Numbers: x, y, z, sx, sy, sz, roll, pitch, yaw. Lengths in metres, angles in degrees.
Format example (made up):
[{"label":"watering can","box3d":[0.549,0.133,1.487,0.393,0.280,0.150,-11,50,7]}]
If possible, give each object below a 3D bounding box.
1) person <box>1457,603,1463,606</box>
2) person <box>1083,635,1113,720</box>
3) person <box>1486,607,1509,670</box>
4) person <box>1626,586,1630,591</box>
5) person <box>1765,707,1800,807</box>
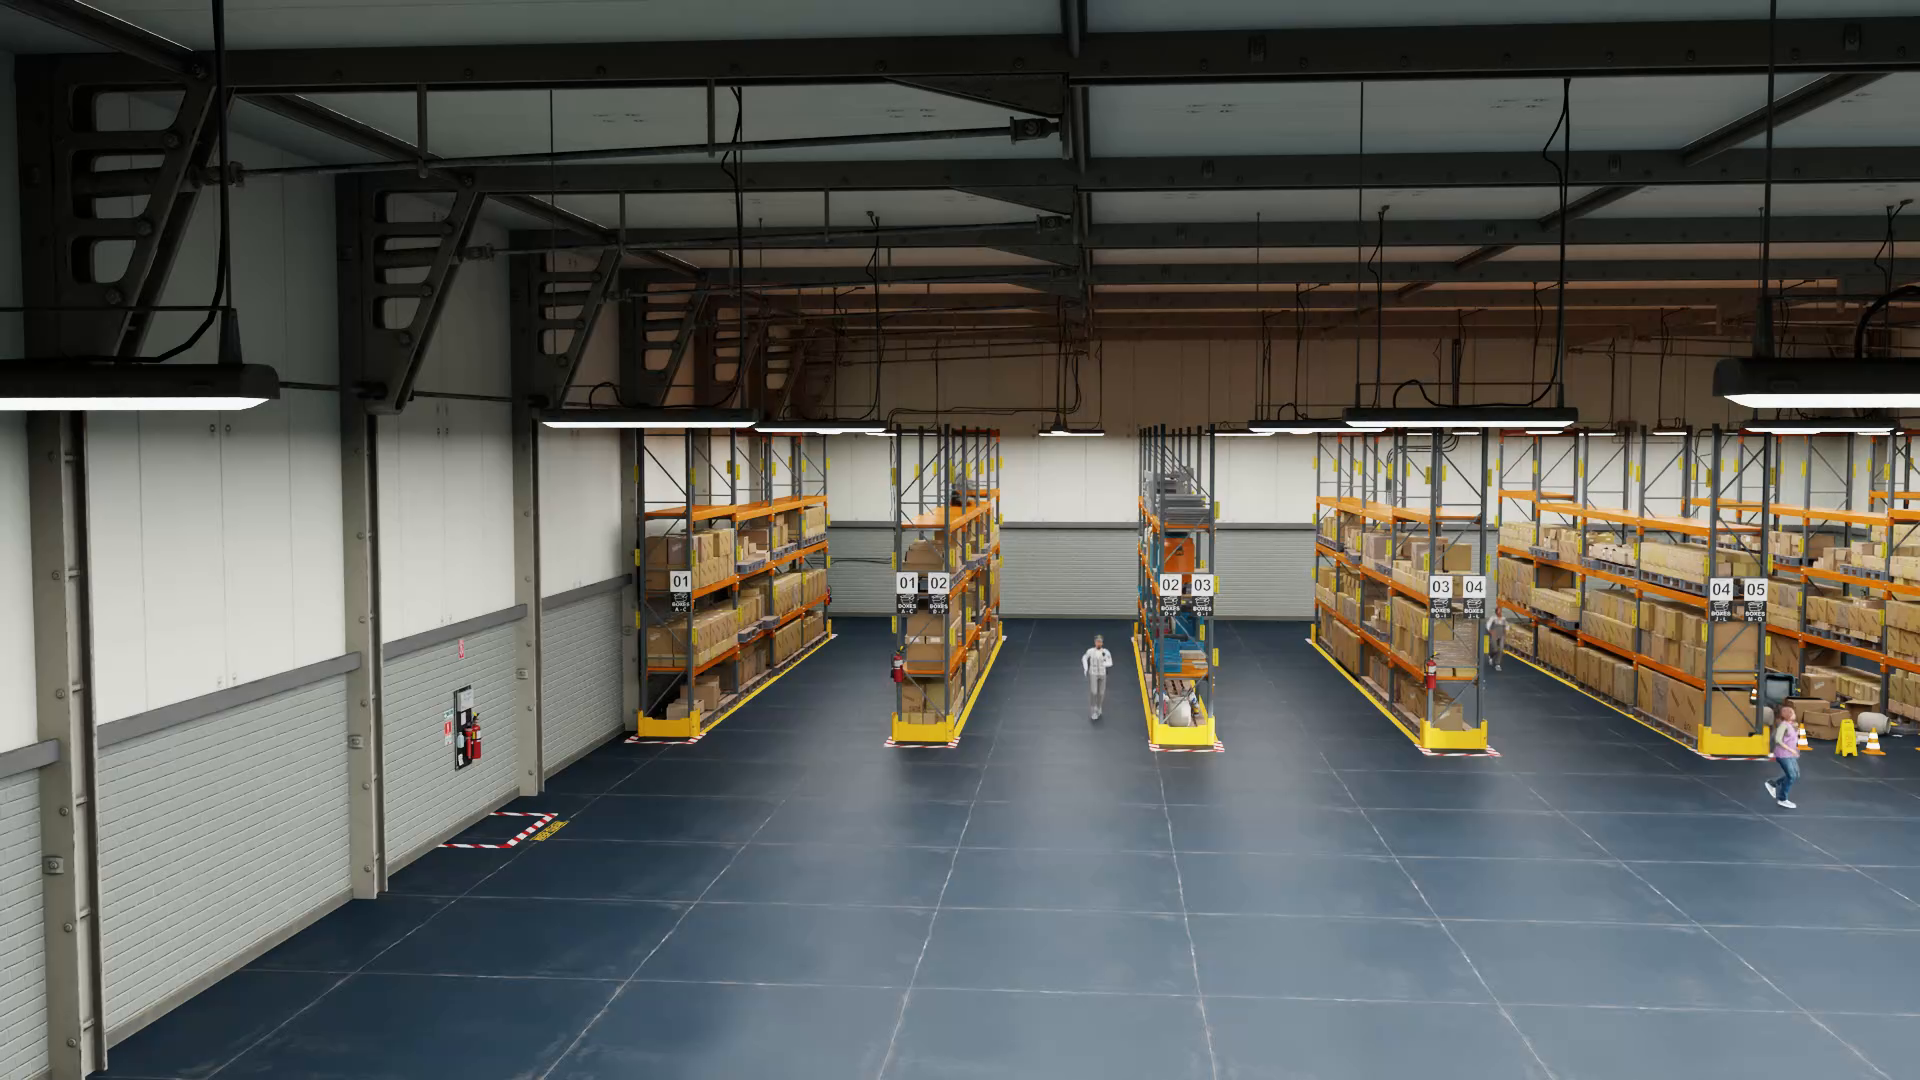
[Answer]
[{"label":"person","box3d":[13.747,2.038,46.690,0.779,1.751,0.885,3,5,40]},{"label":"person","box3d":[2.824,2.809,34.038,0.576,1.749,0.719,0,3,-3]},{"label":"person","box3d":[13.377,2.432,41.370,0.561,1.577,0.557,0,3,0]},{"label":"person","box3d":[18.994,2.041,47.218,0.796,1.688,0.597,0,3,7]},{"label":"person","box3d":[12.816,3.371,25.912,0.536,1.569,0.556,3,5,42]}]
